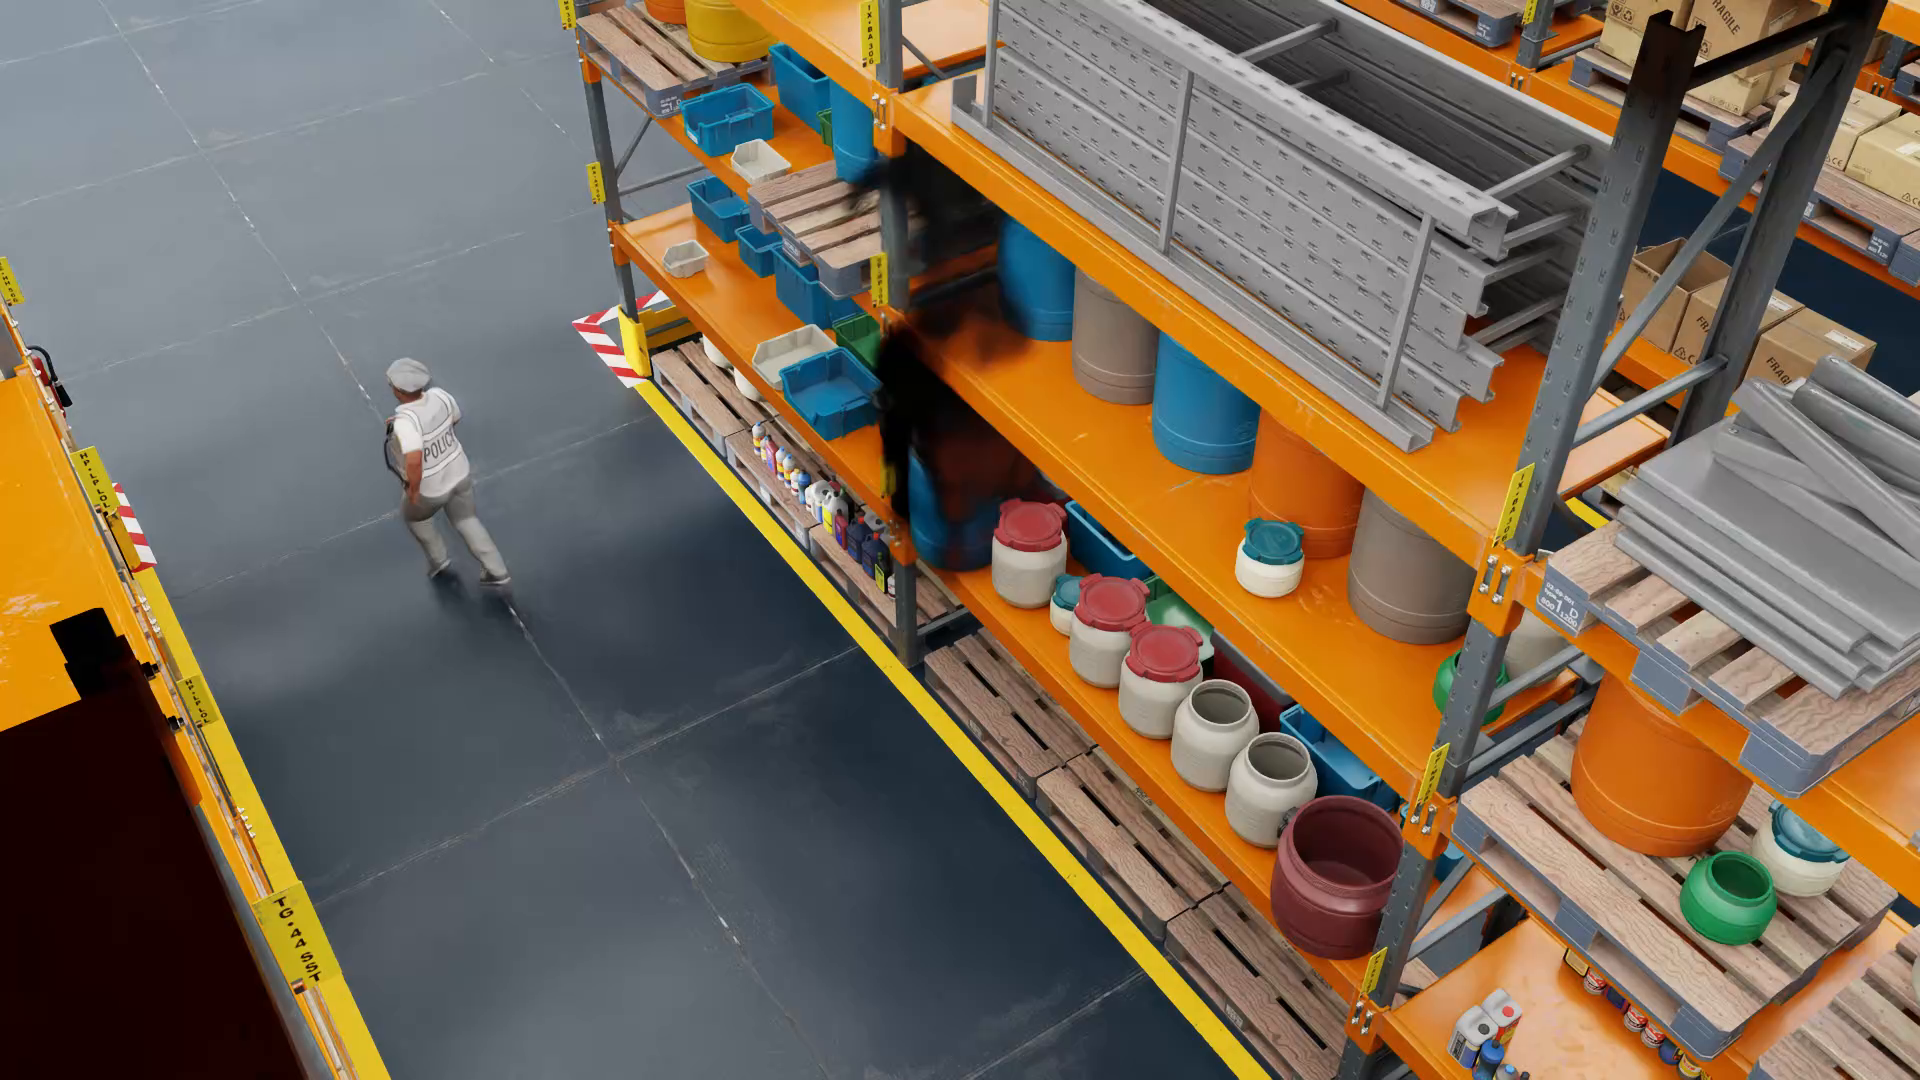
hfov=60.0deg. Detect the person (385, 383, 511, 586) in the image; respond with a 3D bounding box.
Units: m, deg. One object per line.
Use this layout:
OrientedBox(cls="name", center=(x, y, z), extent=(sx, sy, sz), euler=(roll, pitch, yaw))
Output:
OrientedBox(cls="person", center=(-3.394, -0.342, 10.910), extent=(0.849, 1.822, 0.689), euler=(22, 47, 22))
